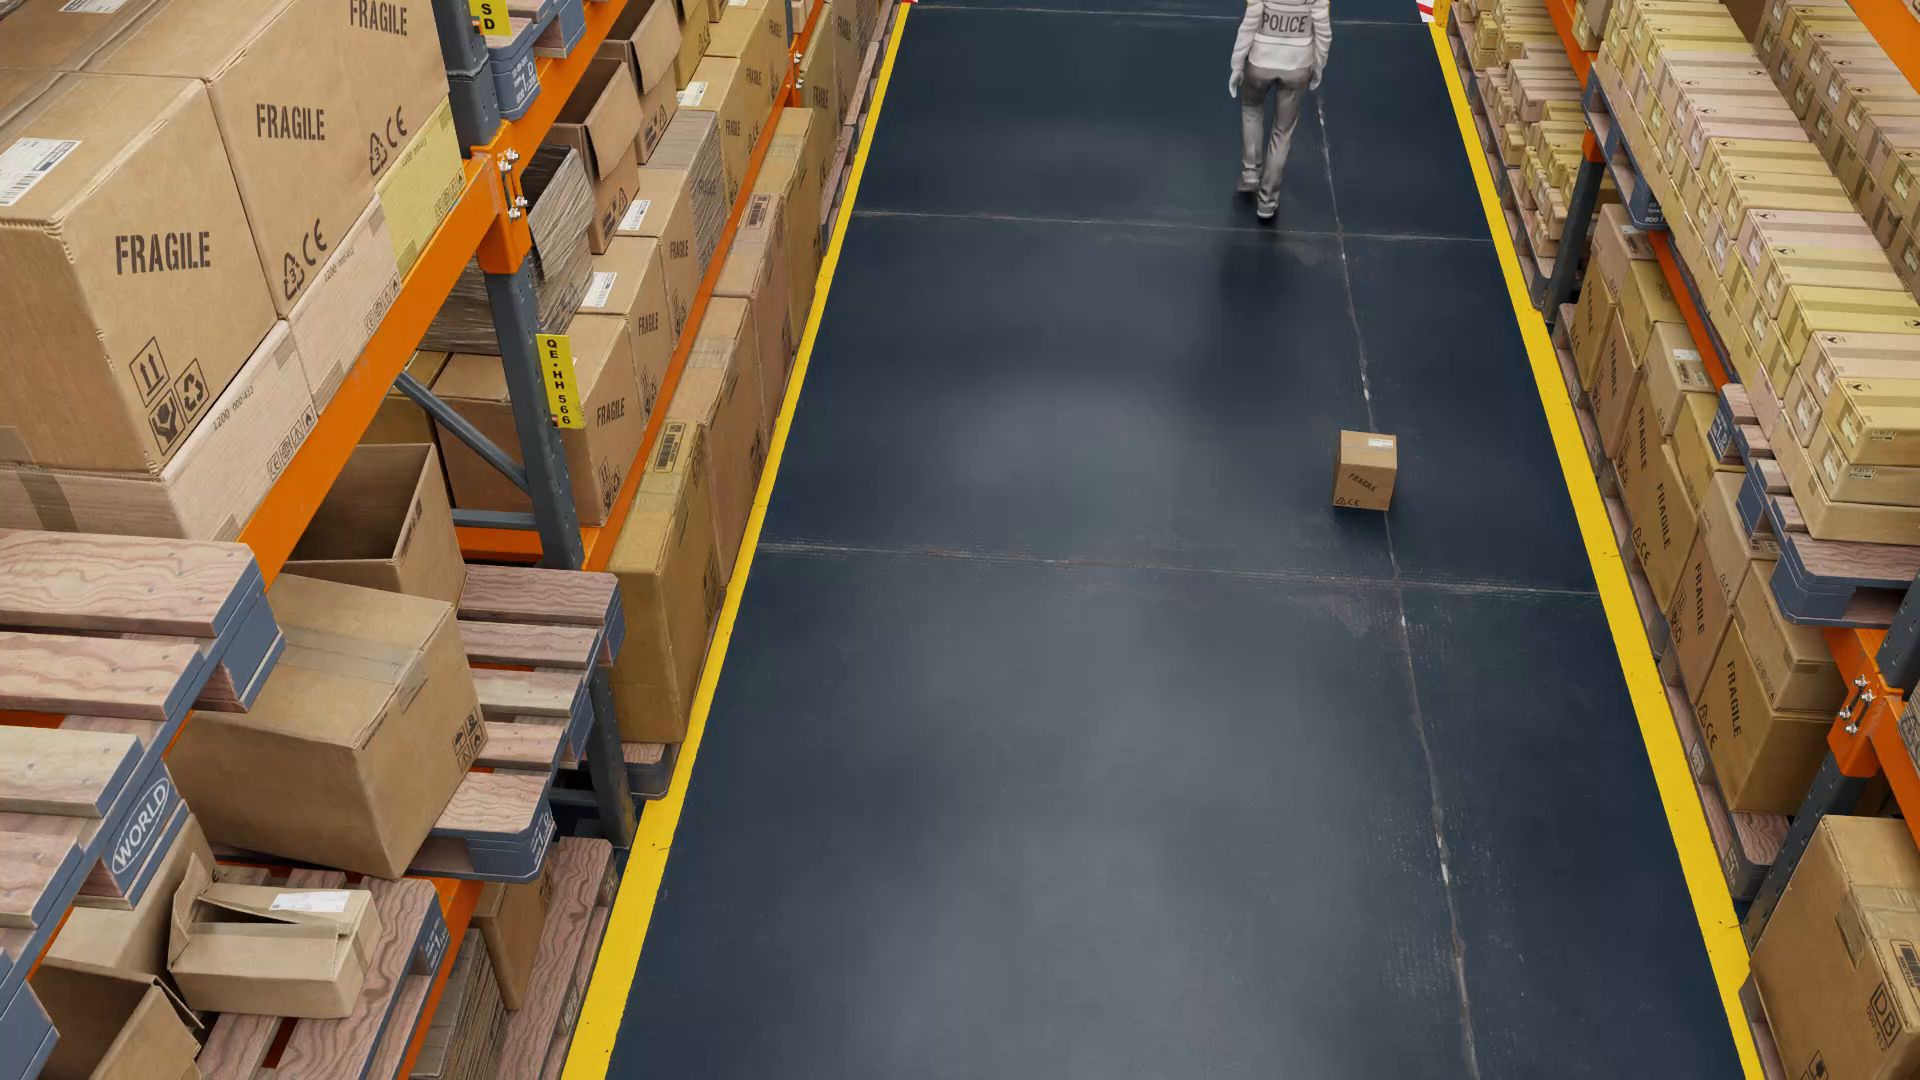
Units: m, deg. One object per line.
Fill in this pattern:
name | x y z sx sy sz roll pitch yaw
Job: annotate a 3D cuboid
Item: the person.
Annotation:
person | 1.768 -2.601 9.216 0.522 1.747 0.496 10 41 12
